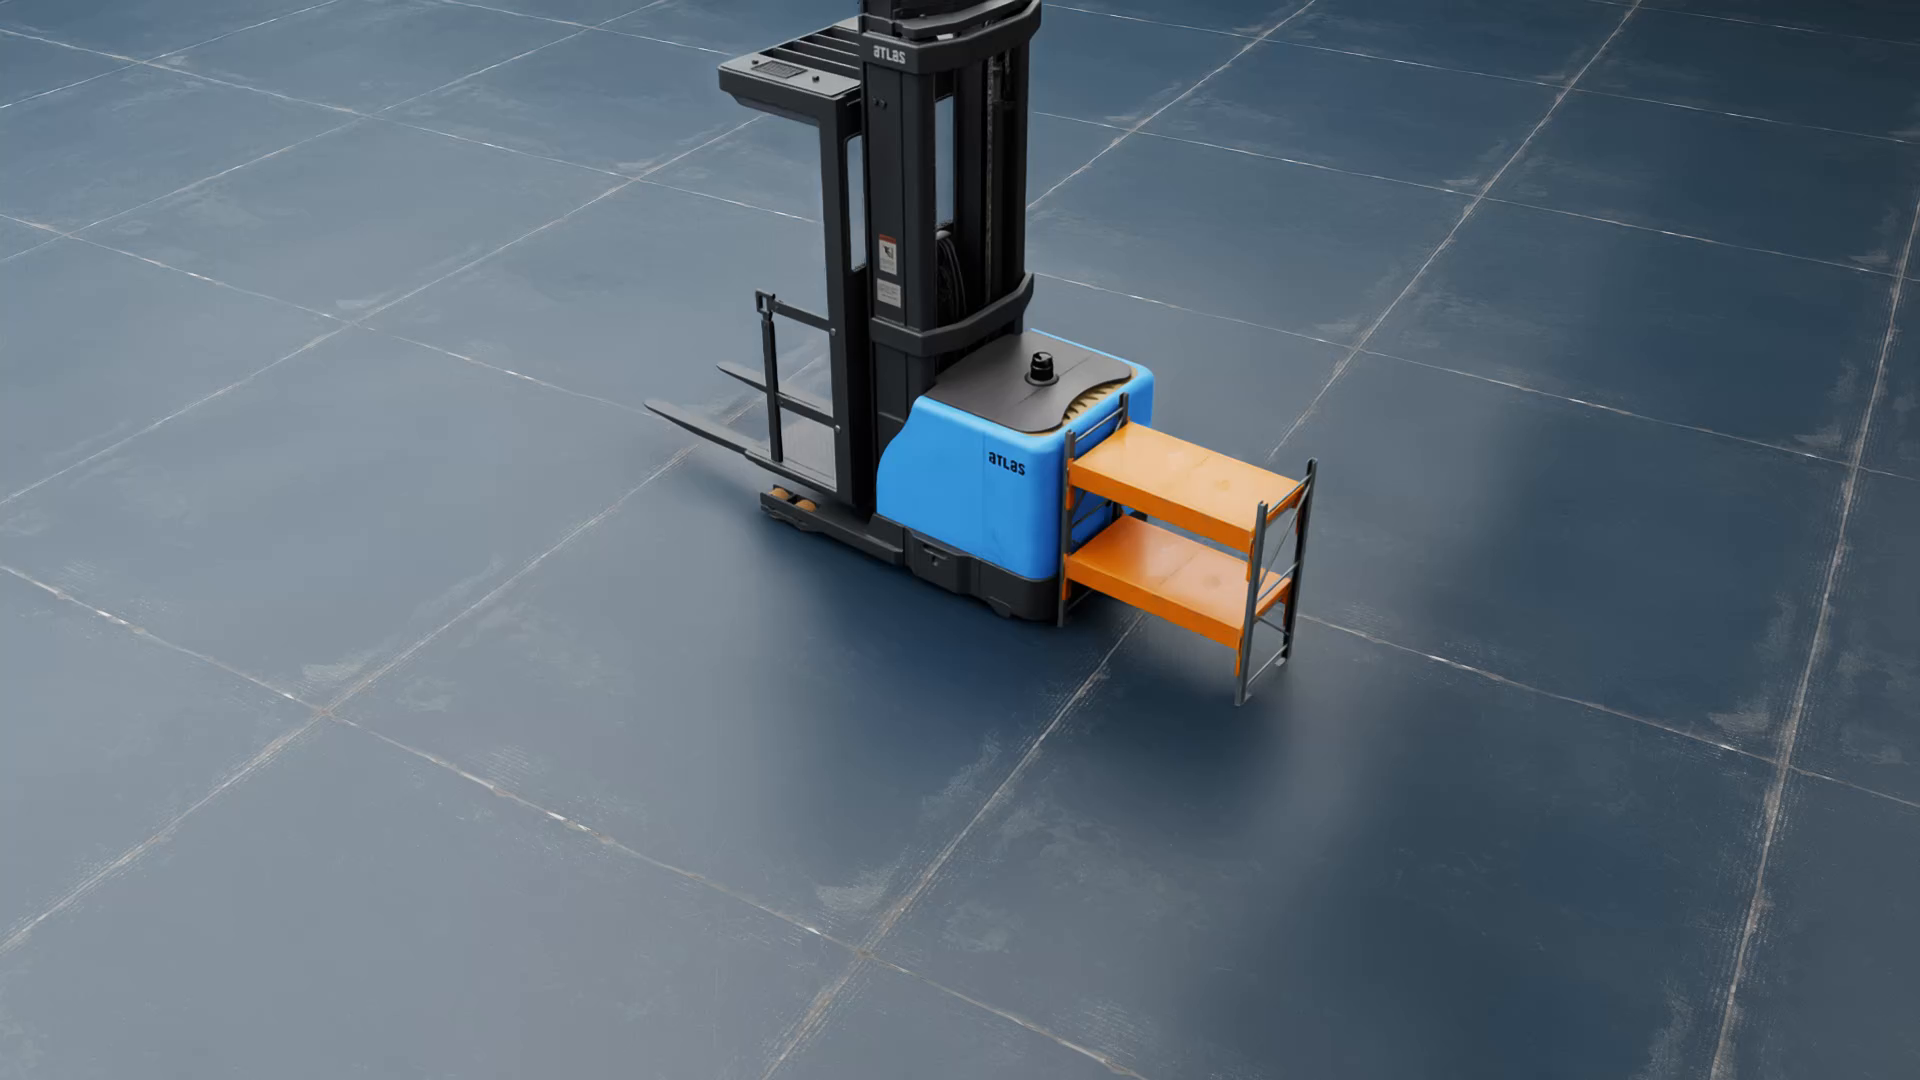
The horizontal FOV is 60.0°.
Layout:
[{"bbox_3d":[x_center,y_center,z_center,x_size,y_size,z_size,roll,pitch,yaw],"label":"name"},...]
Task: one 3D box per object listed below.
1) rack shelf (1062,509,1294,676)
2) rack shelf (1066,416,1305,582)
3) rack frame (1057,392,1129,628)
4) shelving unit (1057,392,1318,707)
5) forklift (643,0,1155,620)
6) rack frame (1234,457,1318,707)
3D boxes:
[{"bbox_3d":[1.057,0.238,8.091,1.000,0.278,0.538,23,40,31],"label":"rack shelf"},{"bbox_3d":[1.057,-0.210,7.793,1.000,0.278,0.538,23,40,31],"label":"rack shelf"},{"bbox_3d":[0.655,-0.138,8.214,0.032,1.125,0.500,23,40,31],"label":"rack frame"},{"bbox_3d":[1.057,0.034,7.955,1.048,1.125,0.538,23,40,31],"label":"shelving unit"},{"bbox_3d":[-0.477,-1.479,8.597,3.031,2.935,1.130,23,40,31],"label":"forklift"},{"bbox_3d":[1.459,0.207,7.696,0.032,1.125,0.500,23,40,31],"label":"rack frame"}]
